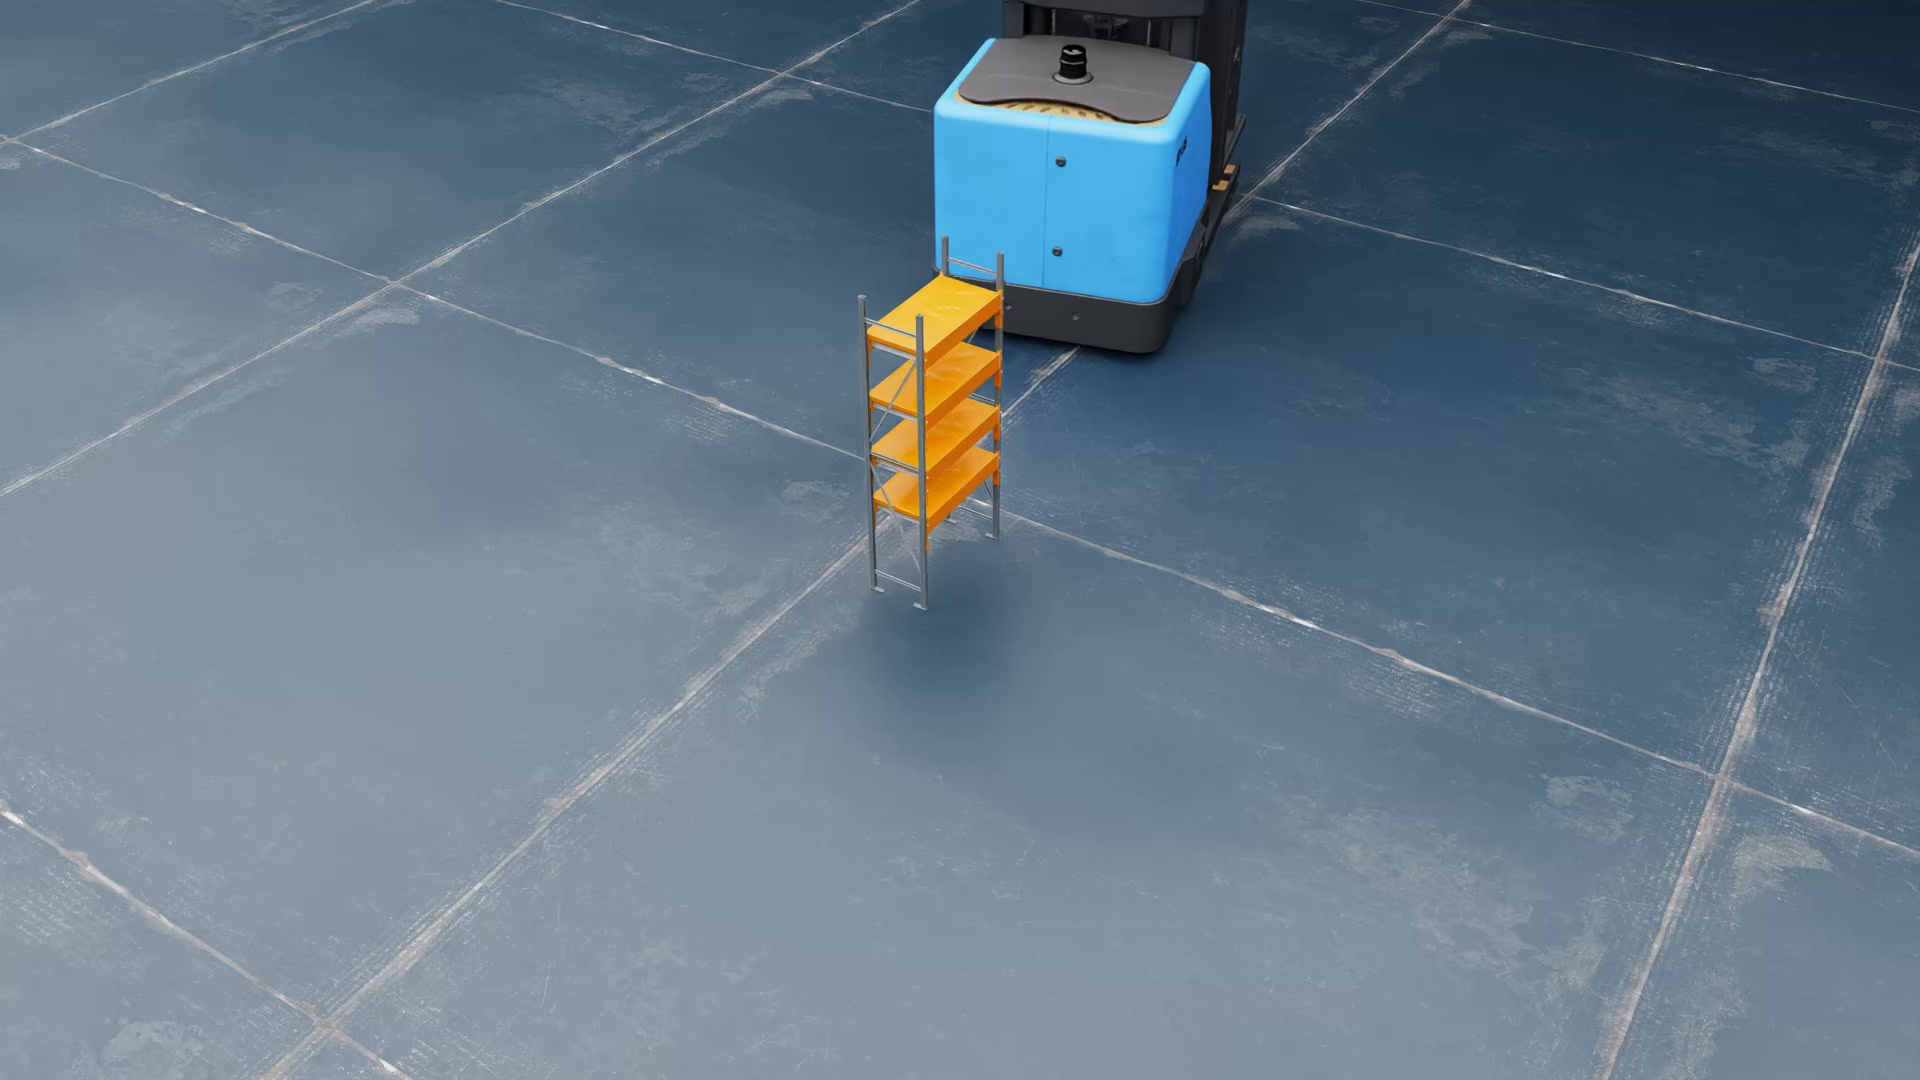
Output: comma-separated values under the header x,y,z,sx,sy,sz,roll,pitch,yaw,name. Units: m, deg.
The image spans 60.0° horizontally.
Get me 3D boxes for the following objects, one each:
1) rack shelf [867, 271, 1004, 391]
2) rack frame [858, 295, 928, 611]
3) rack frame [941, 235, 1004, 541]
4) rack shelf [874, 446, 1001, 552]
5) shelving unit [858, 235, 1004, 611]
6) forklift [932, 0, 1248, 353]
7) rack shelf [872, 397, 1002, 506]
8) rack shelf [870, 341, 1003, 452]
x,y,z,sx,sy,sz,roll,pitch,yaw,name
-0.089,-0.701,5.533,0.258,0.148,0.480,21,42,25,rack shelf
-0.219,-0.264,5.610,0.240,1.200,0.015,21,42,25,rack frame
0.042,-0.516,5.936,0.240,1.200,0.015,21,42,25,rack frame
-0.089,-0.179,5.935,0.258,0.148,0.480,21,42,25,rack shelf
-0.089,-0.390,5.773,0.258,1.200,0.503,21,42,25,shelving unit
0.805,-2.871,7.573,1.130,2.935,3.031,11,39,14,forklift
-0.089,-0.337,5.814,0.258,0.148,0.480,21,42,25,rack shelf
-0.089,-0.514,5.677,0.258,0.148,0.480,21,42,25,rack shelf
